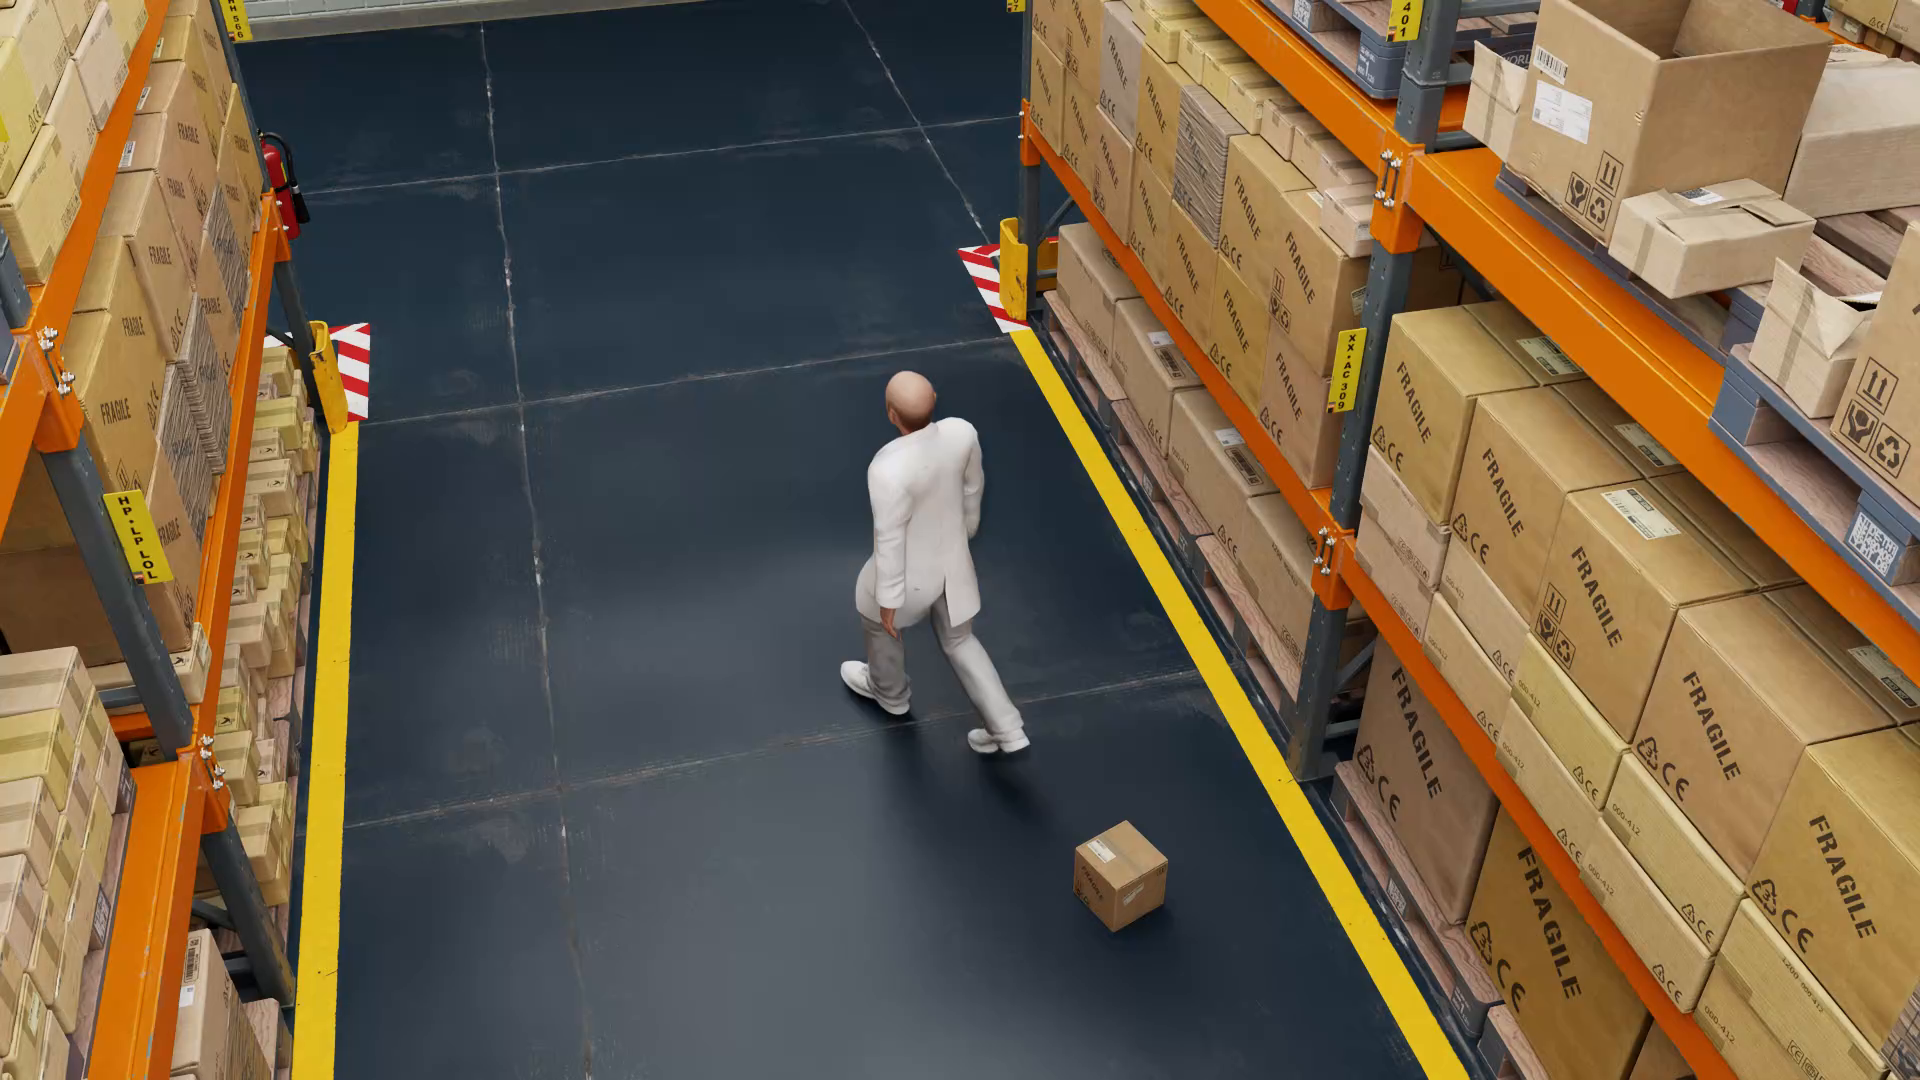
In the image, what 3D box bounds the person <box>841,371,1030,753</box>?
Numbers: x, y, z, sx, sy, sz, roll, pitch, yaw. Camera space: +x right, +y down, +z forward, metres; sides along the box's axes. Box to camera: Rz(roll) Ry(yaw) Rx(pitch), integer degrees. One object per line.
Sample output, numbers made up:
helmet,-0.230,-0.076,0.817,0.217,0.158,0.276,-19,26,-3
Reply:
person,-0.100,0.112,6.578,0.599,1.743,1.037,-27,45,-31
